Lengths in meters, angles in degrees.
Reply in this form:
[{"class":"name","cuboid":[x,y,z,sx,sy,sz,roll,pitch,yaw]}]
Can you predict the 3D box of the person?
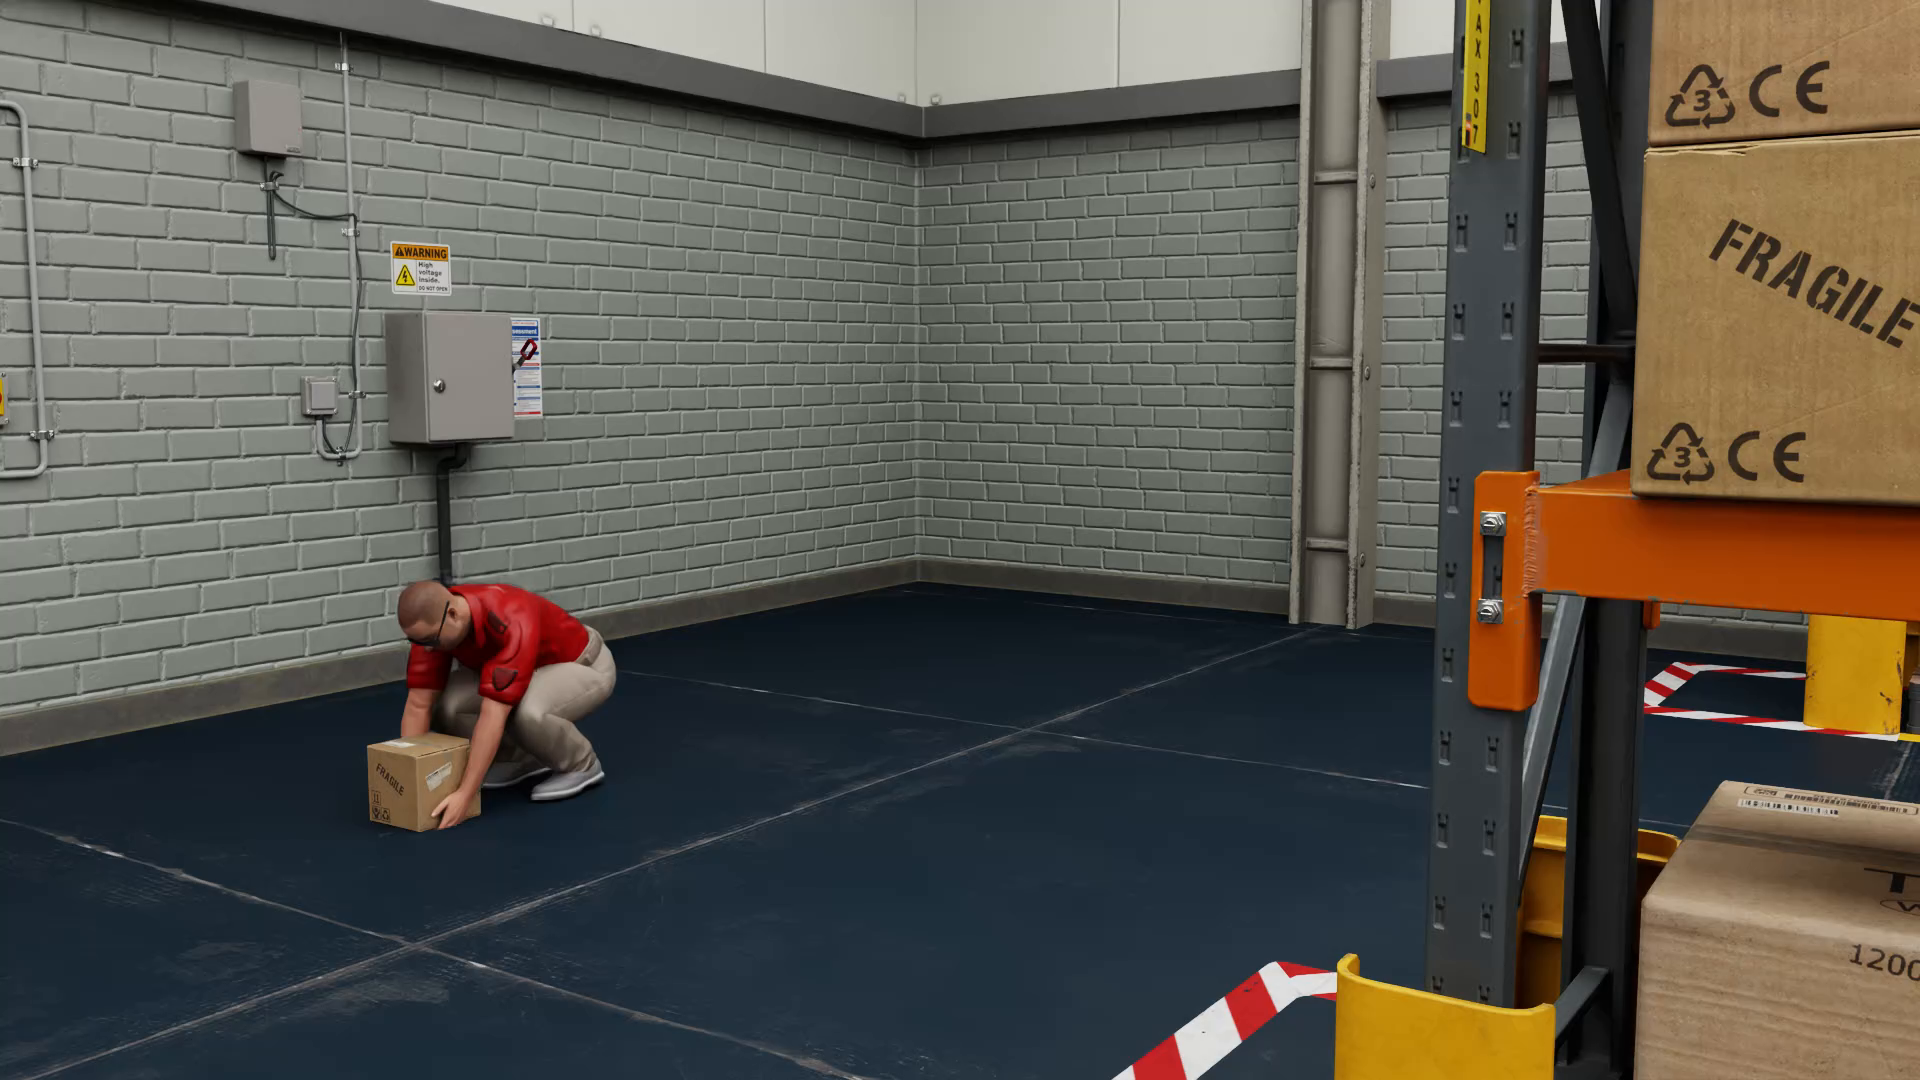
[{"class":"person","cuboid":[-1.564,0.518,5.682,0.546,0.854,0.882,4,7,33]}]
